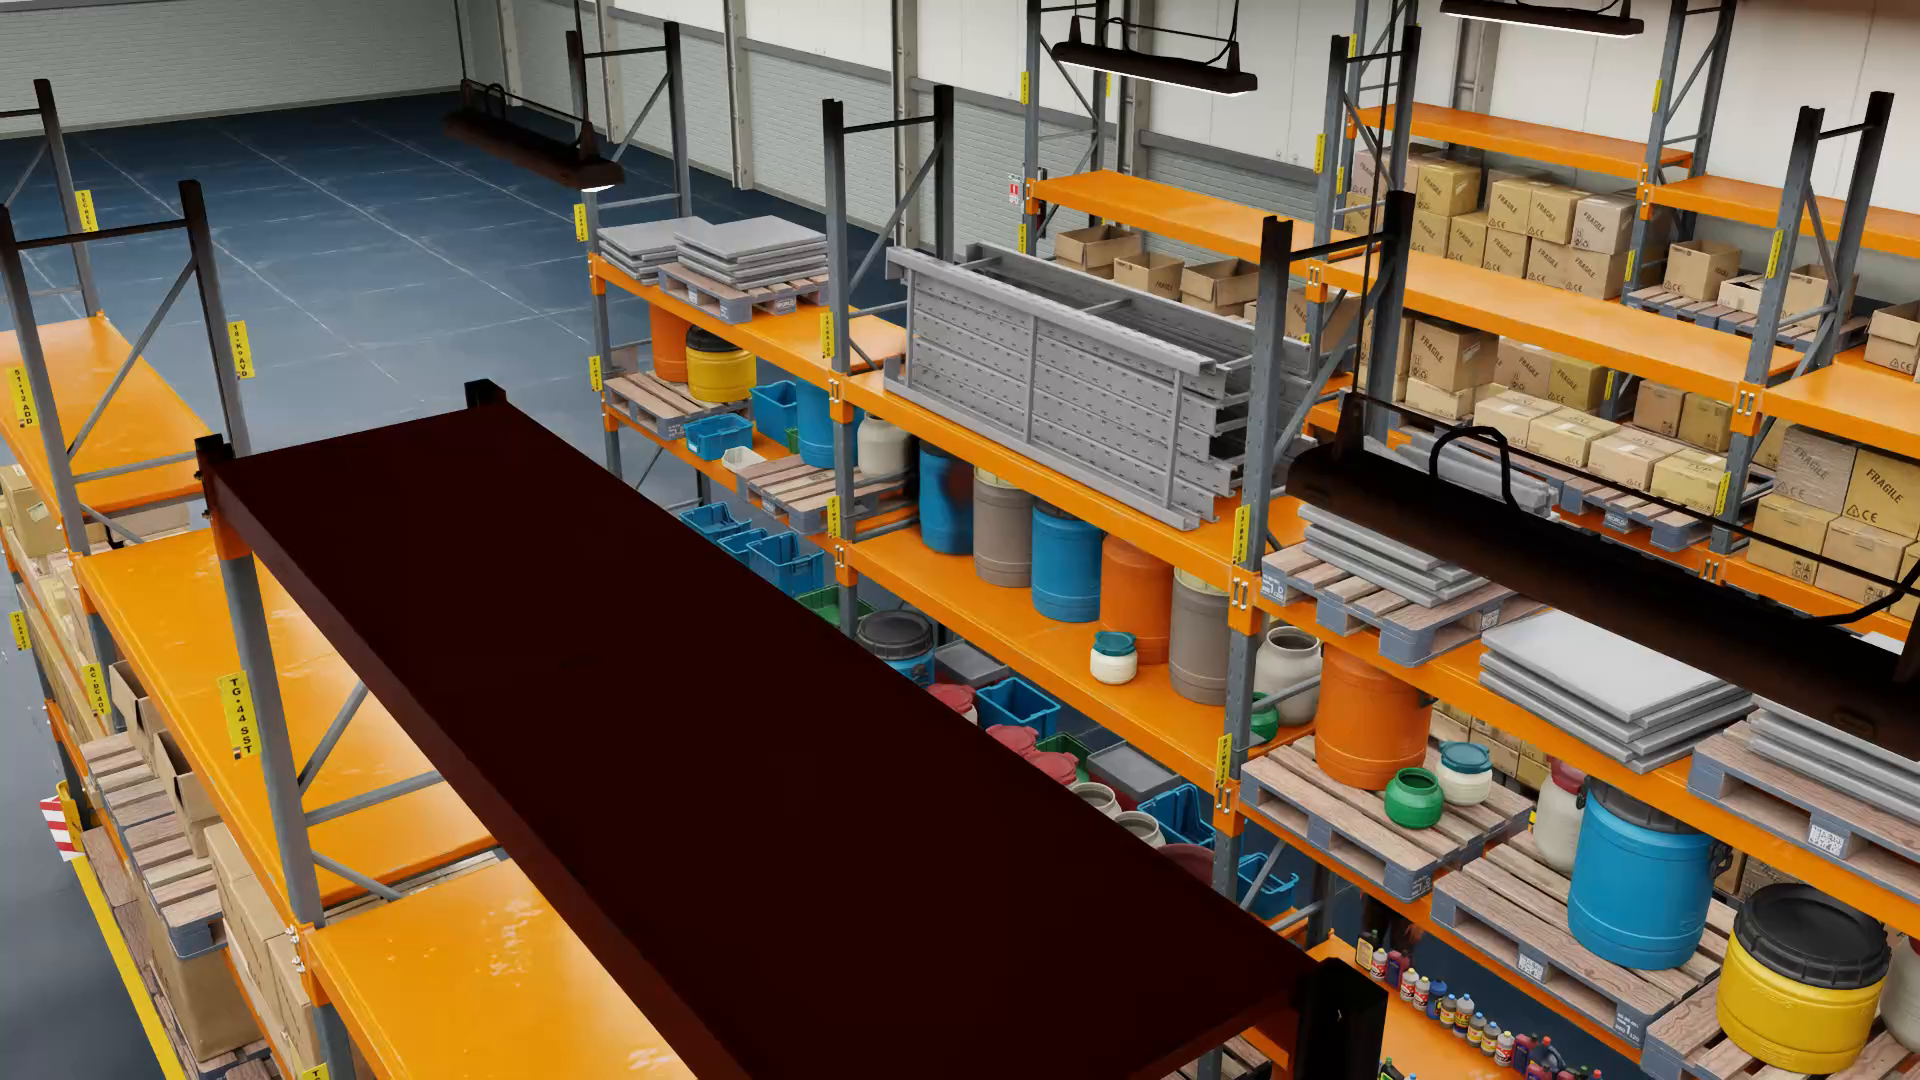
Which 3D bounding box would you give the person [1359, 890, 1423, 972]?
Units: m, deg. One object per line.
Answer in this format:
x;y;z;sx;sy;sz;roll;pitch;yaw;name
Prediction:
2.970;2.517;11.459;0.428;1.723;0.589;-14;28;-27;person
